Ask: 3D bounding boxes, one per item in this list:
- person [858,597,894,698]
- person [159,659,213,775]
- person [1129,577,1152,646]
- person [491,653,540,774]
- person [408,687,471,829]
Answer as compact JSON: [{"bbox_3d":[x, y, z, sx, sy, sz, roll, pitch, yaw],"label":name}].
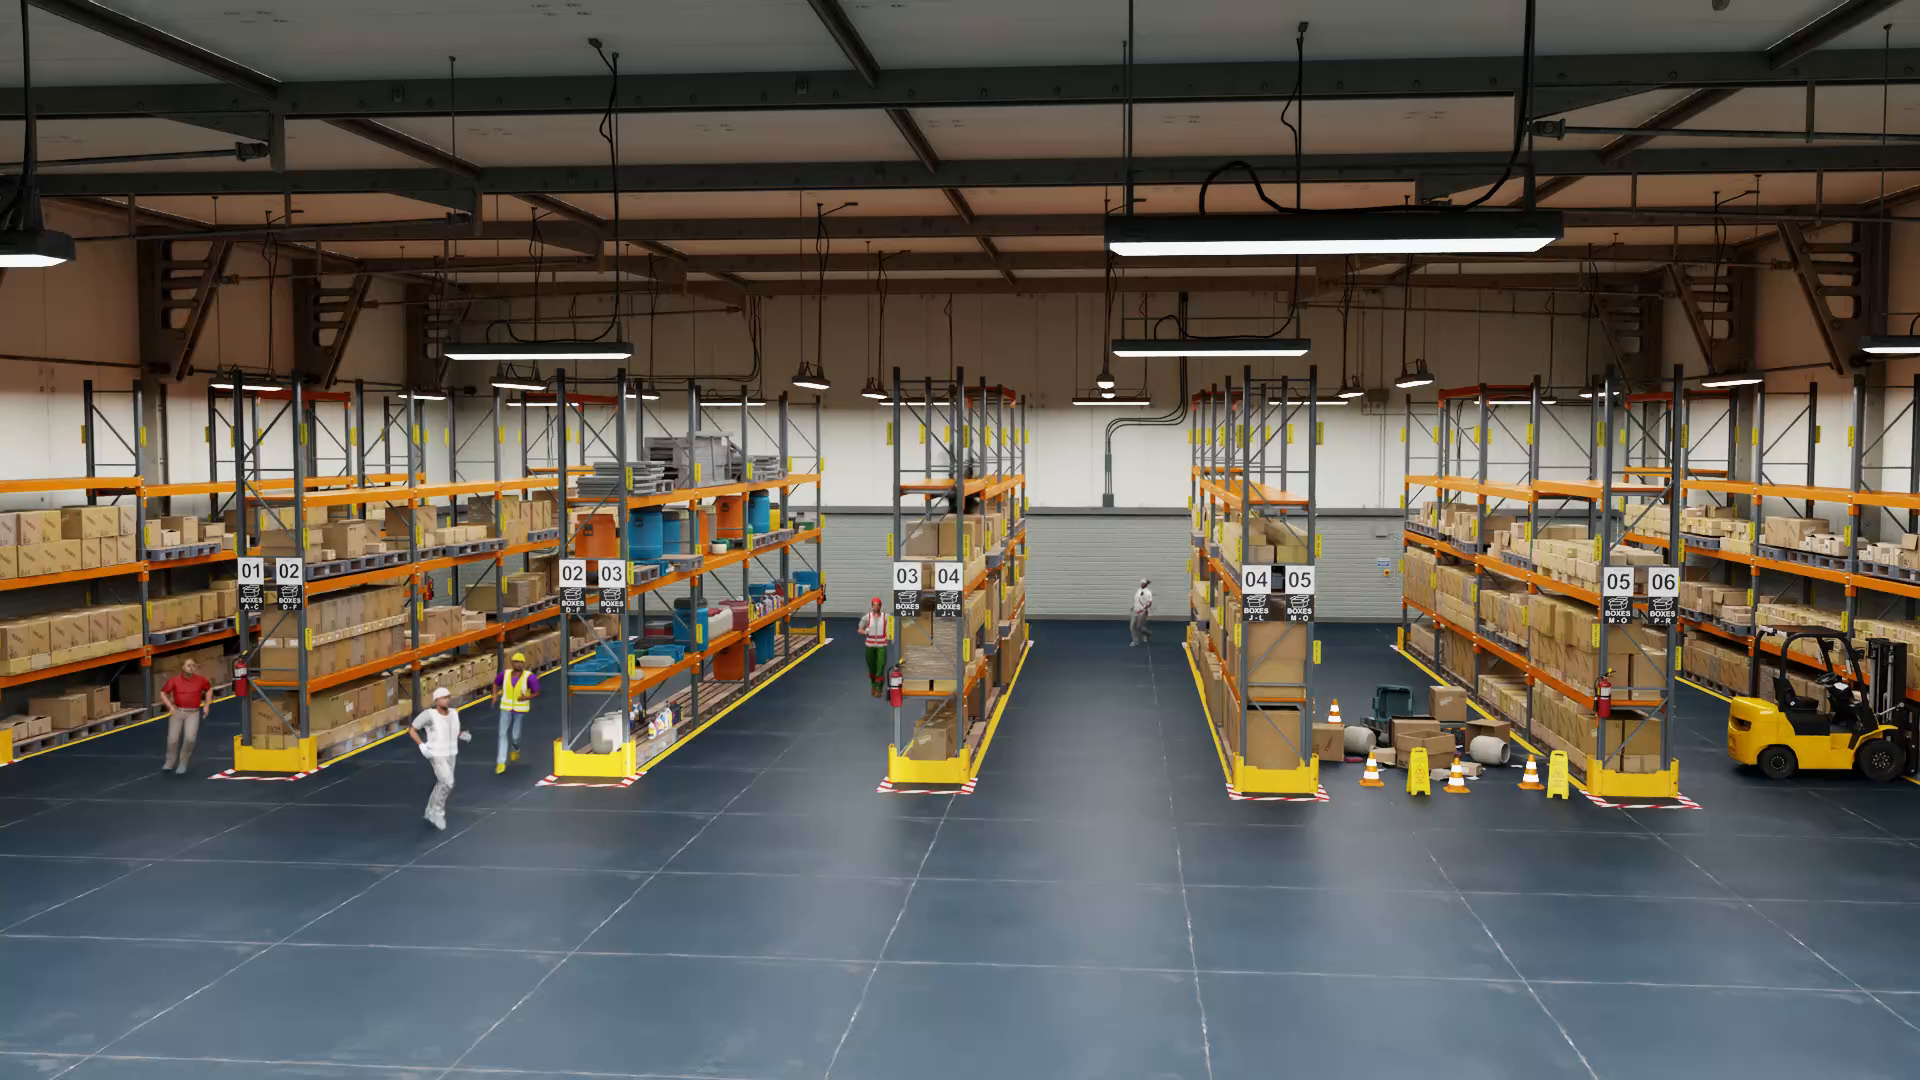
[{"bbox_3d":[-1.511,1.949,30.050,0.668,1.822,0.929,0,4,4],"label":"person"},{"bbox_3d":[-11.533,2.633,24.808,0.721,1.723,0.649,-2,4,-25],"label":"person"},{"bbox_3d":[4.370,1.718,39.783,0.611,1.667,0.621,-3,4,-36],"label":"person"},{"bbox_3d":[-6.681,2.560,25.000,0.731,1.747,0.970,0,4,-6],"label":"person"},{"bbox_3d":[-6.628,2.795,21.344,0.729,1.807,0.655,2,4,28],"label":"person"}]
